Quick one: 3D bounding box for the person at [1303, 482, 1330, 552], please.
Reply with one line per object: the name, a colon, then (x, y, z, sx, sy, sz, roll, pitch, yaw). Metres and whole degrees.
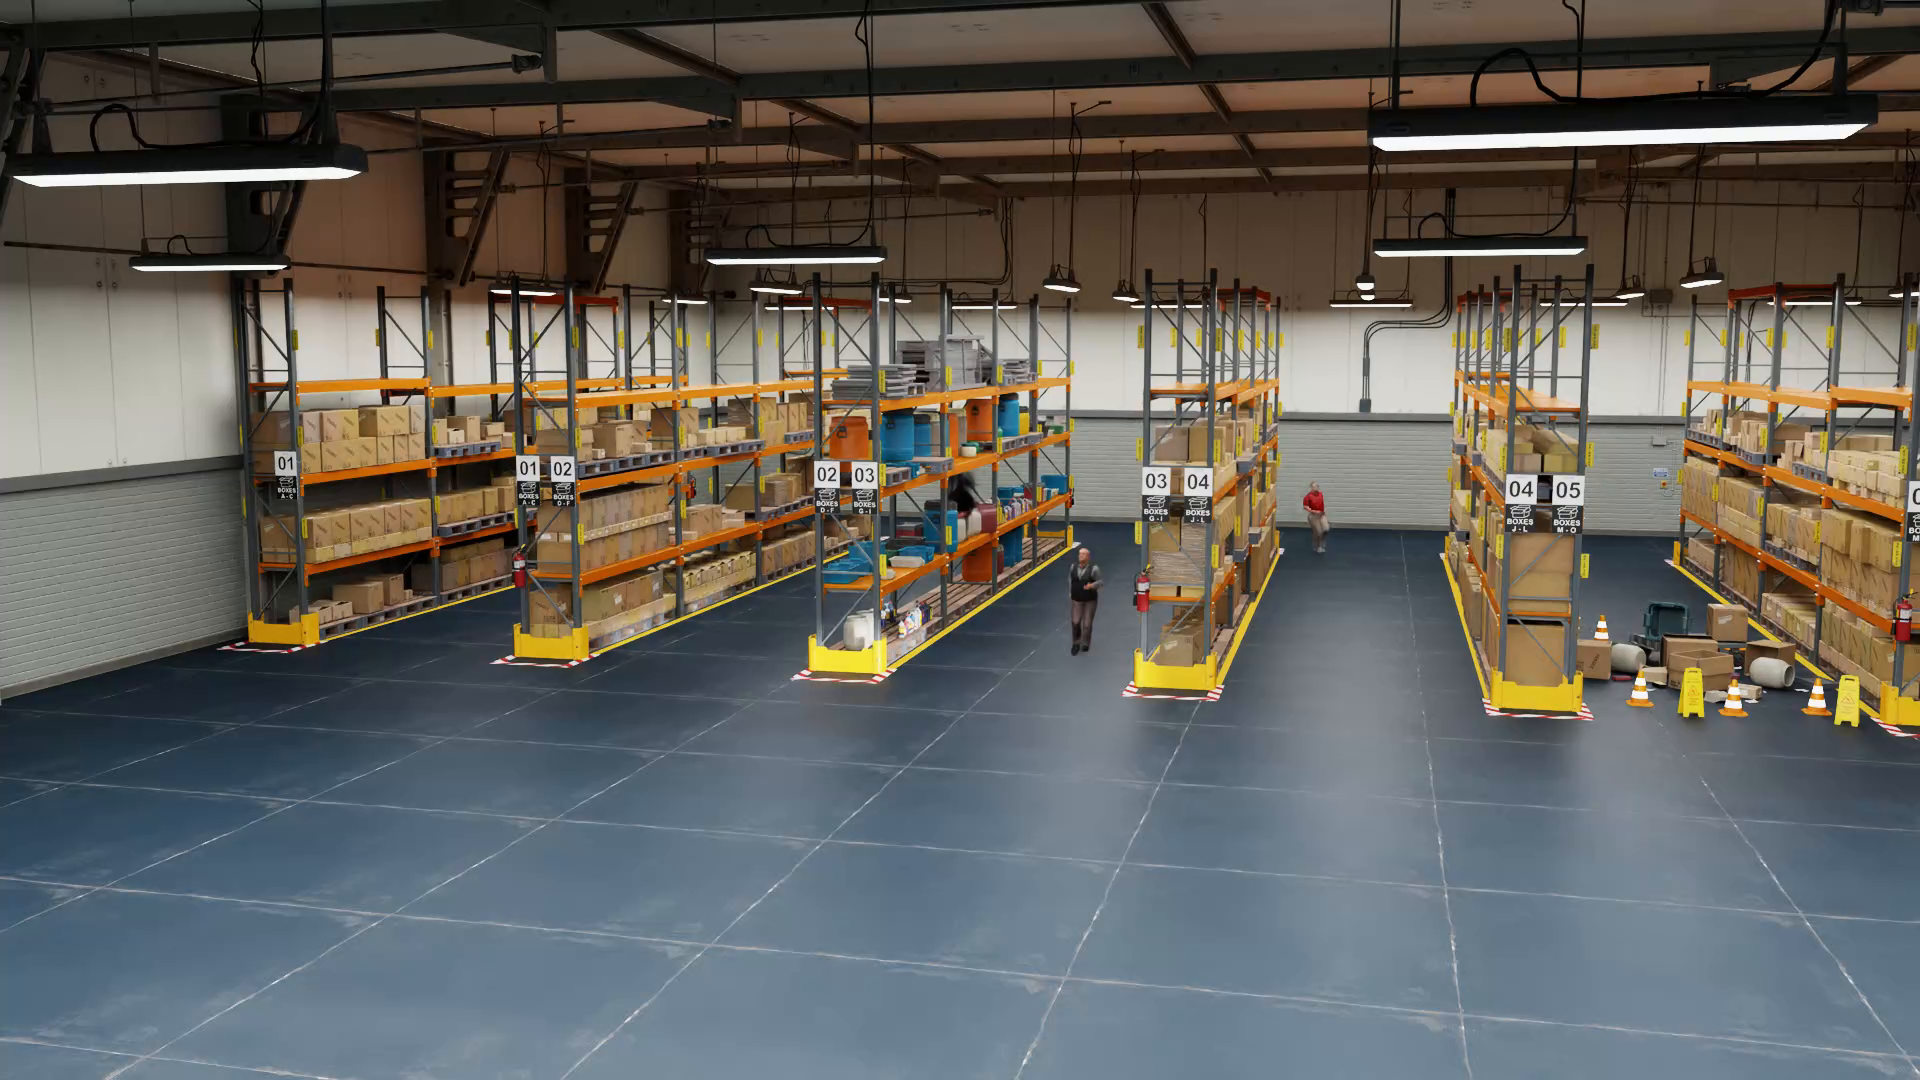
person: (8.423, -0.533, 39.249, 0.647, 1.660, 0.554, -3, 7, -24)

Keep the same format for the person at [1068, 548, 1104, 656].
person: (1.968, 0.995, 26.397, 0.632, 1.734, 0.697, 2, 7, 16)
